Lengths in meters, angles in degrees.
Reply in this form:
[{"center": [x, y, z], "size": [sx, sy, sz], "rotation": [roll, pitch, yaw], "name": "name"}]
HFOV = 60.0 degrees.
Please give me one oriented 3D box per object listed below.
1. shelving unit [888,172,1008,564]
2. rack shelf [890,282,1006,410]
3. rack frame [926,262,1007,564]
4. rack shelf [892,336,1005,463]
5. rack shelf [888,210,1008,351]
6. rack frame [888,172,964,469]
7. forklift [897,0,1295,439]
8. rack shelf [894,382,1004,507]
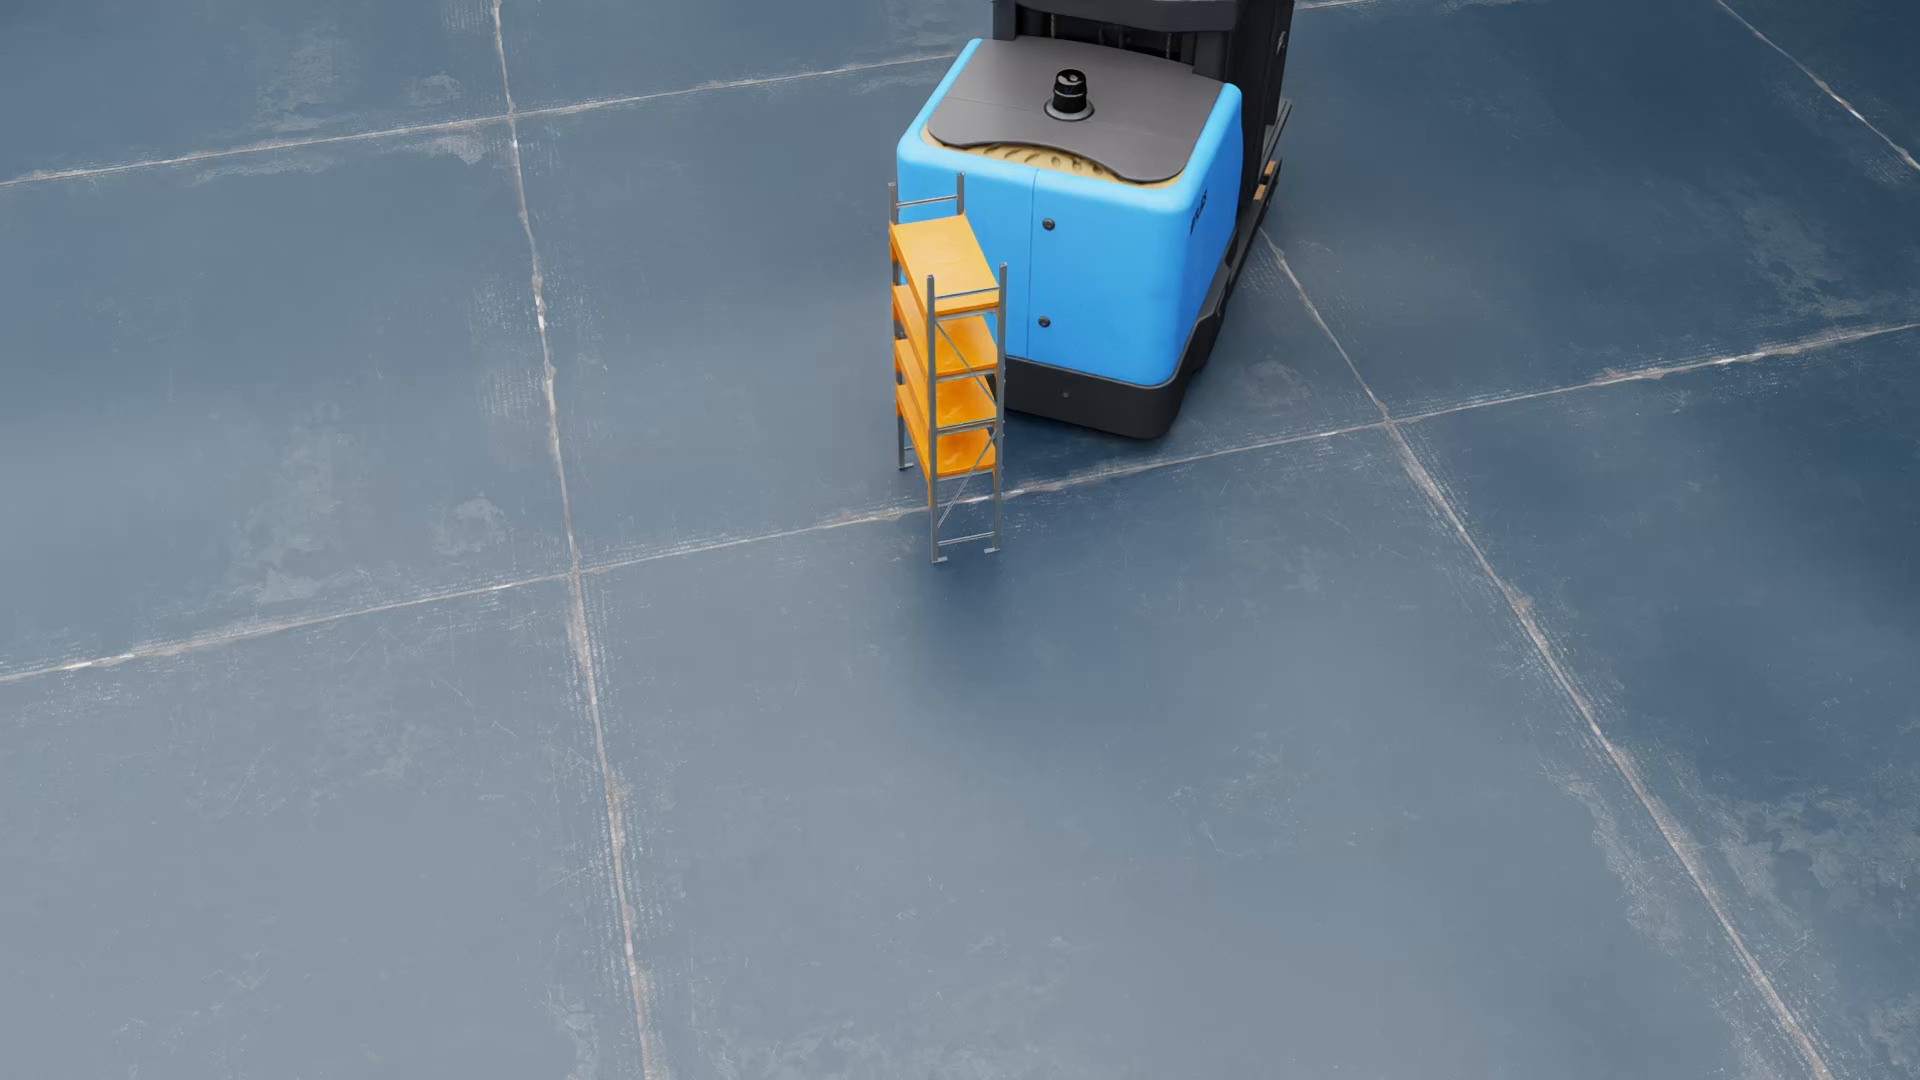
[{"center": [-0.042, -0.534, 5.433], "size": [0.258, 1.200, 0.503], "rotation": [-11, 47, -10], "name": "shelving unit"}, {"center": [-0.042, -0.644, 5.322], "size": [0.258, 0.148, 0.480], "rotation": [-11, 47, -10], "name": "rack shelf"}, {"center": [0.020, -0.366, 5.268], "size": [0.240, 1.200, 0.015], "rotation": [-11, 47, -10], "name": "rack frame"}, {"center": [-0.042, -0.487, 5.482], "size": [0.258, 0.148, 0.480], "rotation": [-11, 47, -10], "name": "rack shelf"}, {"center": [-0.042, -0.809, 5.153], "size": [0.258, 0.148, 0.480], "rotation": [-11, 47, -10], "name": "rack shelf"}, {"center": [-0.105, -0.703, 5.599], "size": [0.240, 1.200, 0.015], "rotation": [-11, 47, -10], "name": "rack frame"}, {"center": [0.747, -2.464, 6.112], "size": [1.130, 2.935, 3.031], "rotation": [14, 47, 14], "name": "forklift"}, {"center": [-0.042, -0.348, 5.623], "size": [0.258, 0.148, 0.480], "rotation": [-11, 47, -10], "name": "rack shelf"}]
